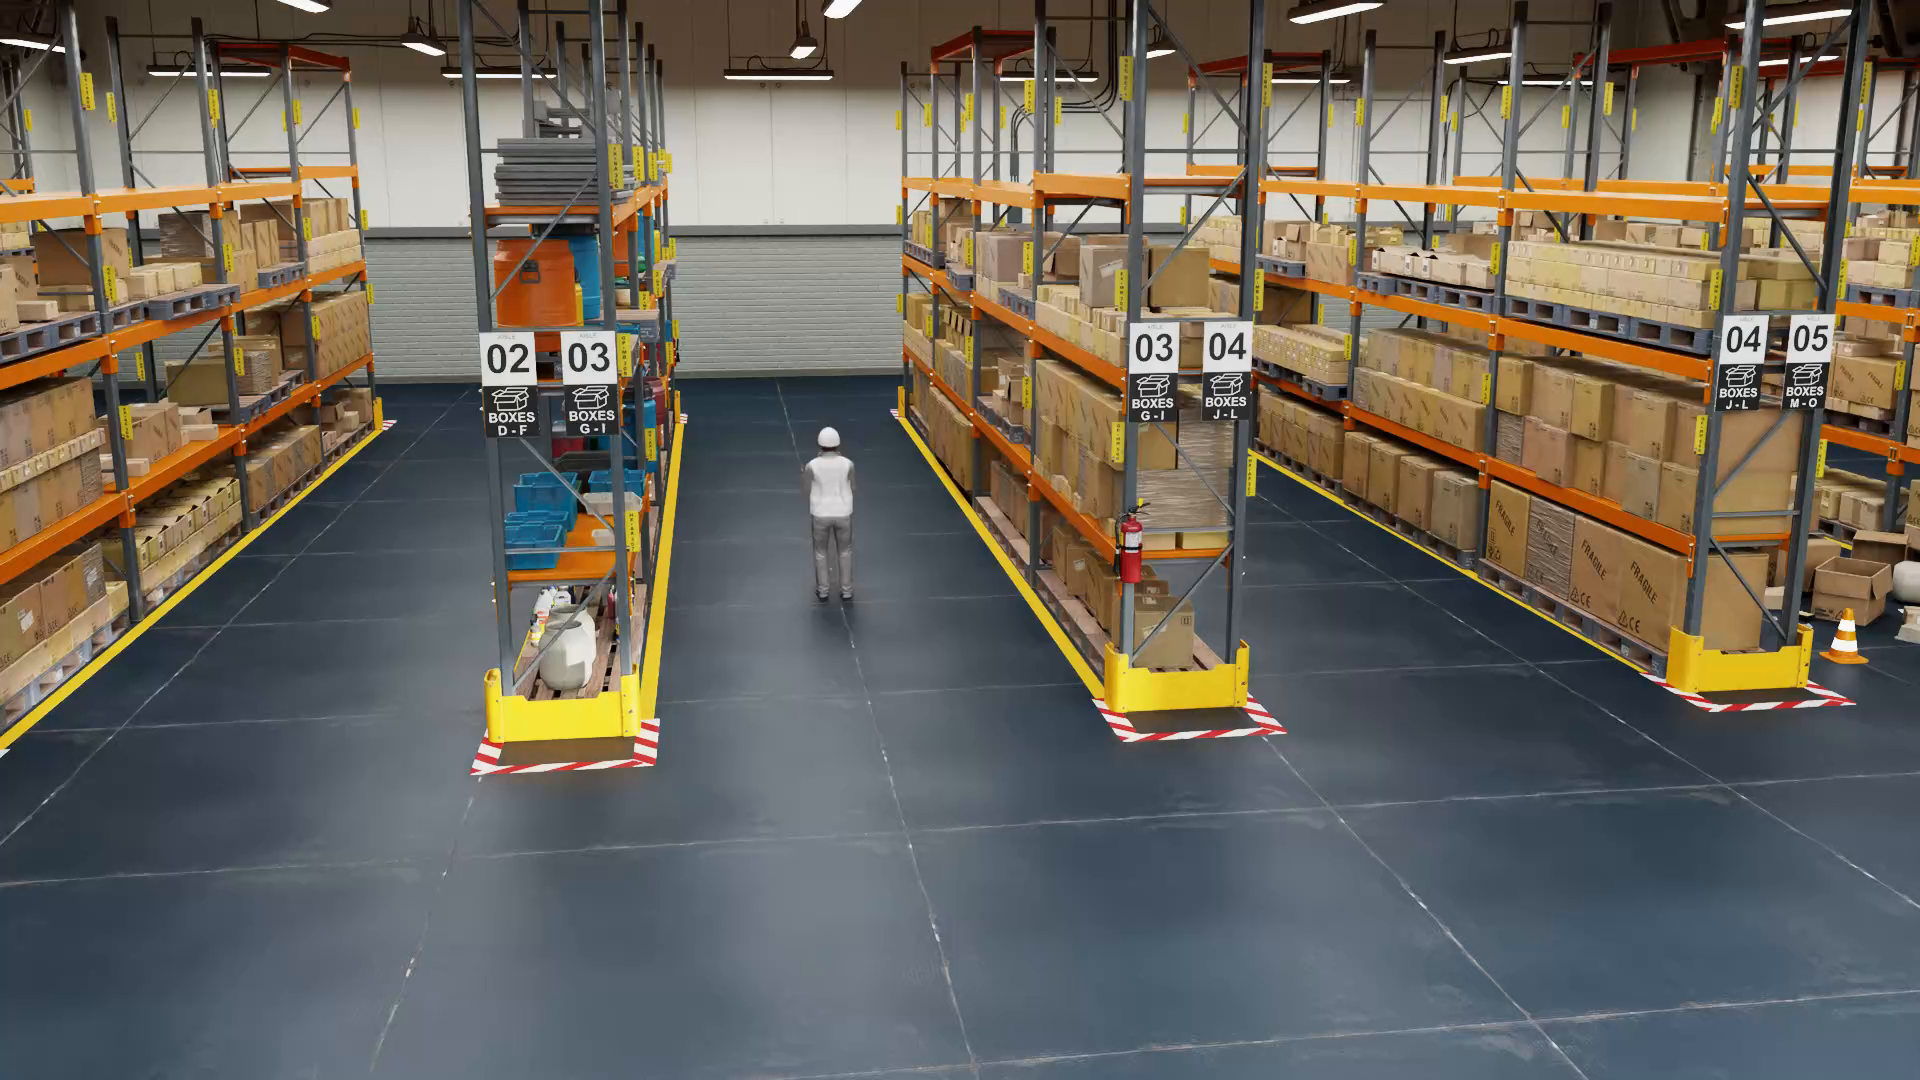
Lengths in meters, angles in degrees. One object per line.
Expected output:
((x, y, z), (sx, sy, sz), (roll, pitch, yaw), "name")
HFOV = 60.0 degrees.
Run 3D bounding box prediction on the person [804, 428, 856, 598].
((-1.341, -0.293, 17.181), (0.528, 1.777, 0.529), (-2, 13, -9), "person")
